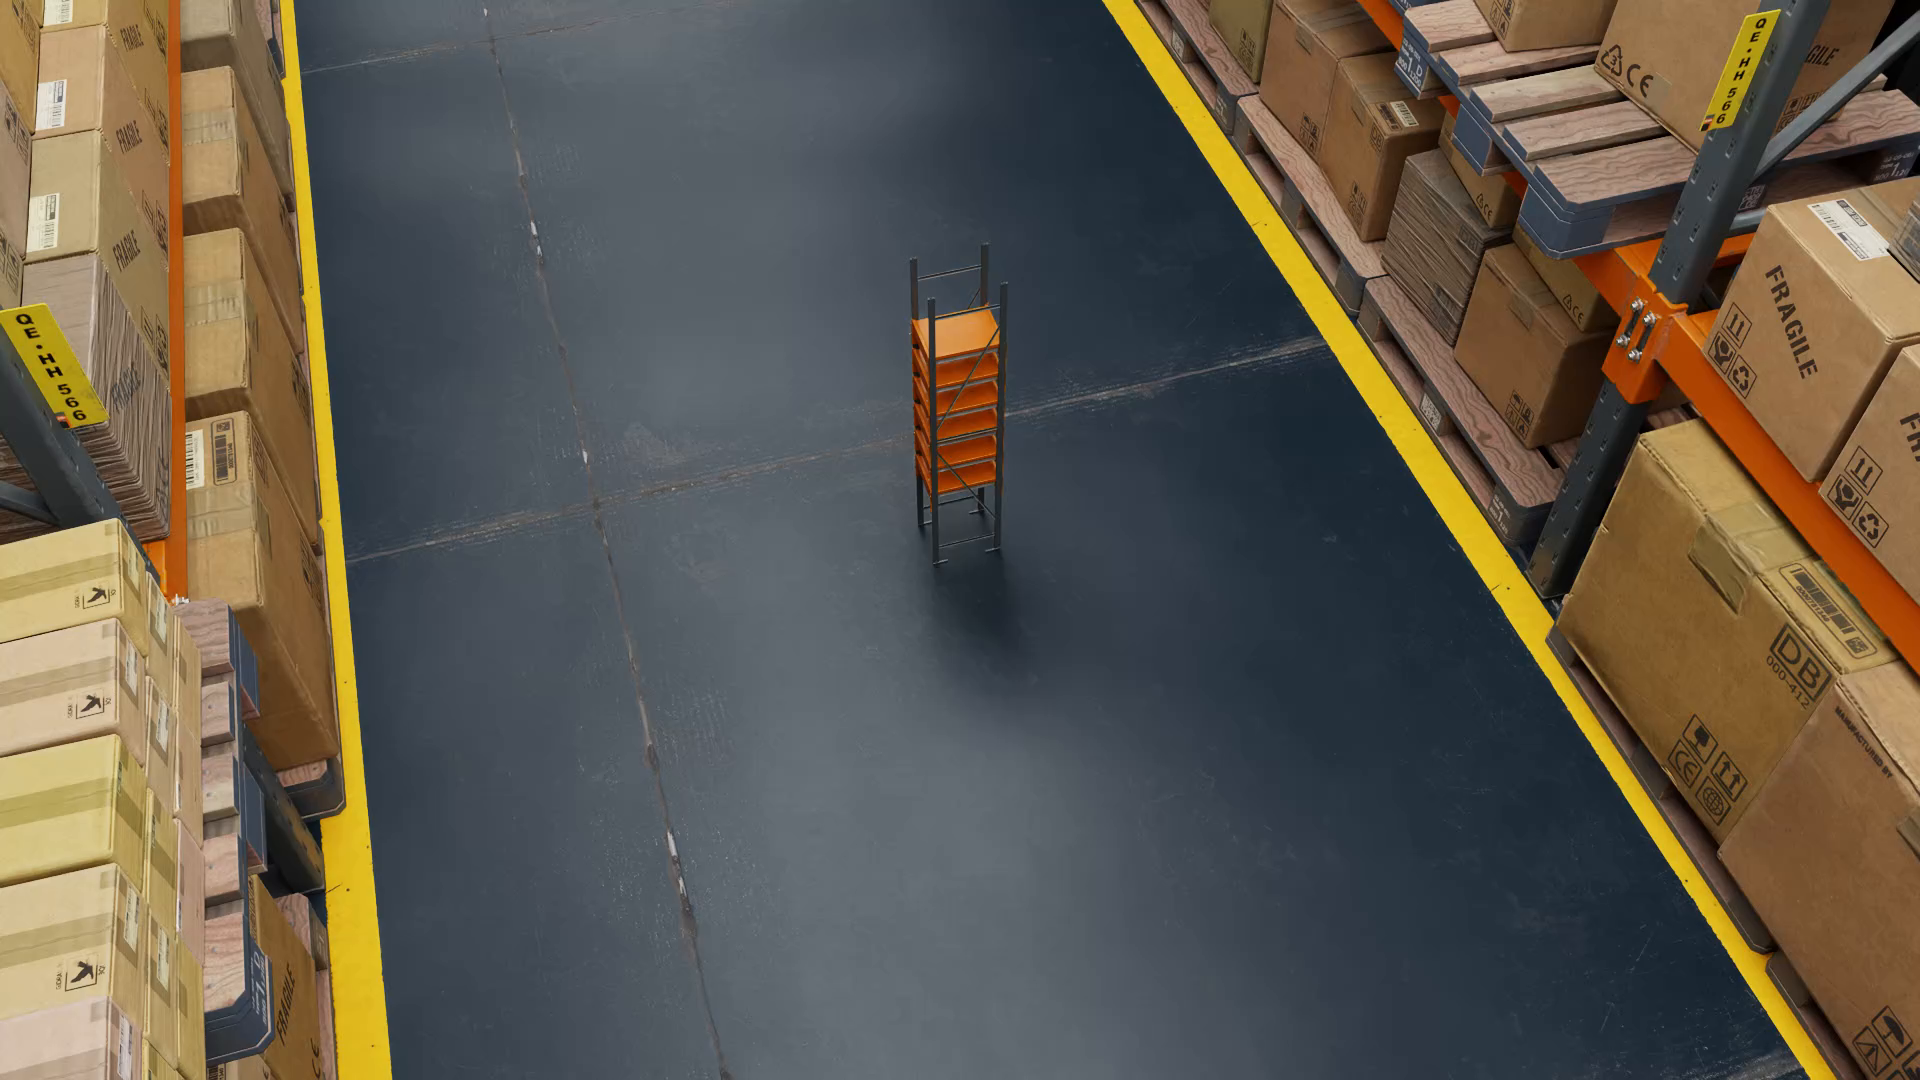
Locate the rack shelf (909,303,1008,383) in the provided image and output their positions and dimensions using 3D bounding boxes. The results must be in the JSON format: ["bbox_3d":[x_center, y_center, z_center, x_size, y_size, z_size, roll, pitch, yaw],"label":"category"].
[{"bbox_3d":[-0.004,-0.601,5.059,0.258,0.103,0.180,-13,51,-11],"label":"rack shelf"}]

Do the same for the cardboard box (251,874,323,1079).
[{"bbox_3d":[-1.913,1.221,4.119,0.500,0.500,0.500,-14,51,-11],"label":"cardboard box"}]

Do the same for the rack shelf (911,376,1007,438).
[{"bbox_3d":[-0.004,-0.446,5.242,0.258,0.103,0.180,-13,51,-11],"label":"rack shelf"}]

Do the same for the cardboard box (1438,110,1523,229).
[{"bbox_3d":[2.018,-1.364,5.795,0.500,0.250,0.500,-8,50,-7],"label":"cardboard box"}]

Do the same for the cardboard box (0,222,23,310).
[{"bbox_3d":[-2.480,-0.556,3.537,0.700,0.500,0.500,-14,51,-11],"label":"cardboard box"}]

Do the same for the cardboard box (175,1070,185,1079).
[{"bbox_3d":[-1.472,1.080,2.768,0.380,0.149,0.250,-15,52,-13],"label":"cardboard box"}]

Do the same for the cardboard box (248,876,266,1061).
[{"bbox_3d":[-1.904,0.998,3.817,0.500,0.250,0.500,-14,51,-12],"label":"cardboard box"}]

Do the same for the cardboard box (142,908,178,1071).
[{"bbox_3d":[-1.542,0.806,2.804,0.380,0.149,0.250,-13,51,-11],"label":"cardboard box"}]

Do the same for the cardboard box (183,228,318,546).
[{"bbox_3d":[-2.713,-0.384,5.309,1.050,0.750,0.750,-13,51,-10],"label":"cardboard box"}]

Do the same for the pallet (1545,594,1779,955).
[{"bbox_3d":[2.572,0.573,5.129,1.003,0.211,1.213,-13,51,-11],"label":"pallet"}]

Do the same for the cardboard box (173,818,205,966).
[{"bbox_3d":[-1.624,0.701,3.087,0.380,0.149,0.250,-13,51,-10],"label":"cardboard box"}]

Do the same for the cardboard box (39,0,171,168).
[{"bbox_3d":[-2.679,-1.396,4.899,0.500,0.500,0.500,-14,51,-11],"label":"cardboard box"}]

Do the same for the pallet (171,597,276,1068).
[{"bbox_3d":[-2.044,0.687,3.334,1.213,0.211,1.003,-13,51,-11],"label":"pallet"}]

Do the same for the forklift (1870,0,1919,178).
[{"bbox_3d":[4.335,-2.598,6.023,1.130,2.935,3.031,-28,55,-21],"label":"forklift"}]

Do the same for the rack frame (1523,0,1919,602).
[{"bbox_3d":[2.411,-0.919,4.562,1.000,3.000,0.127,-13,51,-11],"label":"rack frame"}]

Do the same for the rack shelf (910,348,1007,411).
[{"bbox_3d":[-0.004,-0.523,5.151,0.258,0.103,0.180,-13,51,-11],"label":"rack shelf"}]

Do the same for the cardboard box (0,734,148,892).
[{"bbox_3d":[-1.624,0.512,2.857,0.380,0.149,0.250,-12,51,-10],"label":"cardboard box"}]

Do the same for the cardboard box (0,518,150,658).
[{"bbox_3d":[-1.774,0.137,3.173,0.380,0.149,0.250,-15,52,-12],"label":"cardboard box"}]

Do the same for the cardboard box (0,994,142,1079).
[{"bbox_3d":[-1.476,0.884,2.543,0.380,0.149,0.250,-13,51,-11],"label":"cardboard box"}]

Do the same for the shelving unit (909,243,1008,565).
[{"bbox_3d":[-0.004,-0.397,5.300,0.258,1.200,0.189,-13,51,-11],"label":"shelving unit"}]

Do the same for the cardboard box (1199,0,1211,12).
[{"bbox_3d":[1.389,-2.723,7.431,0.700,0.500,0.500,-17,52,-14],"label":"cardboard box"}]

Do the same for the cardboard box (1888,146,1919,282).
[{"bbox_3d":[2.612,-0.736,3.687,0.797,0.503,0.637,-12,51,-10],"label":"cardboard box"}]

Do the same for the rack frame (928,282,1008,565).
[{"bbox_3d":[0.023,-0.330,5.244,0.240,1.200,0.006,-13,51,-11],"label":"rack frame"}]

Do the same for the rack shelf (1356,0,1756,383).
[{"bbox_3d":[1.820,-2.147,6.069,1.077,0.370,4.000,-13,51,-11],"label":"rack shelf"}]

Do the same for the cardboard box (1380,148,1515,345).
[{"bbox_3d":[2.018,-1.142,6.098,0.700,0.500,0.500,-17,52,-14],"label":"cardboard box"}]

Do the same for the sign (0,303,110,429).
[{"bbox_3d":[-1.841,-0.348,3.376,0.100,0.325,0.005,-13,51,-11],"label":"sign"}]

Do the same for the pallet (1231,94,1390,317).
[{"bbox_3d":[1.824,-1.480,6.860,1.003,0.211,1.213,-13,51,-11],"label":"pallet"}]

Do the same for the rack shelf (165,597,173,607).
[{"bbox_3d":[-1.765,1.822,2.723,1.077,0.370,4.000,-13,51,-11],"label":"rack shelf"}]

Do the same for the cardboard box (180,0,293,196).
[{"bbox_3d":[-3.270,-1.770,6.477,1.050,0.750,0.750,-14,51,-11],"label":"cardboard box"}]

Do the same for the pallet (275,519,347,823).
[{"bbox_3d":[-2.518,0.435,5.245,1.003,0.211,1.213,-13,51,-11],"label":"pallet"}]

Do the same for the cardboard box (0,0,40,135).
[{"bbox_3d":[-2.785,-1.299,4.164,0.700,0.500,0.500,-14,51,-12],"label":"cardboard box"}]

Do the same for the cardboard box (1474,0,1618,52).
[{"bbox_3d":[1.953,-1.857,5.013,0.700,0.500,0.500,-7,50,-6],"label":"cardboard box"}]

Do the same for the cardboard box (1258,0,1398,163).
[{"bbox_3d":[1.678,-1.962,6.789,0.700,0.500,0.500,-17,52,-14],"label":"cardboard box"}]

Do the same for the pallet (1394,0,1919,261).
[{"bbox_3d":[2.099,-1.353,5.054,1.213,0.211,1.003,-13,51,-11],"label":"pallet"}]

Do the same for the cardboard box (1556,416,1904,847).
[{"bbox_3d":[2.595,0.140,4.785,1.225,0.875,0.875,-15,52,-13],"label":"cardboard box"}]

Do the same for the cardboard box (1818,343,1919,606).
[{"bbox_3d":[2.450,-0.158,3.856,0.500,0.500,0.500,-15,51,-12],"label":"cardboard box"}]

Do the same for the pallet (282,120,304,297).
[{"bbox_3d":[-3.240,-1.347,6.748,1.003,0.211,1.213,-13,51,-11],"label":"pallet"}]

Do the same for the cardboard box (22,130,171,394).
[{"bbox_3d":[-2.385,-0.663,4.281,0.500,0.500,0.500,-14,51,-11],"label":"cardboard box"}]

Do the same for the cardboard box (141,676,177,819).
[{"bbox_3d":[-1.695,0.431,3.120,0.380,0.149,0.250,-12,51,-10],"label":"cardboard box"}]

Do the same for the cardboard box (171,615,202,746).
[{"bbox_3d":[-1.772,0.331,3.399,0.380,0.149,0.250,-13,51,-10],"label":"cardboard box"}]
